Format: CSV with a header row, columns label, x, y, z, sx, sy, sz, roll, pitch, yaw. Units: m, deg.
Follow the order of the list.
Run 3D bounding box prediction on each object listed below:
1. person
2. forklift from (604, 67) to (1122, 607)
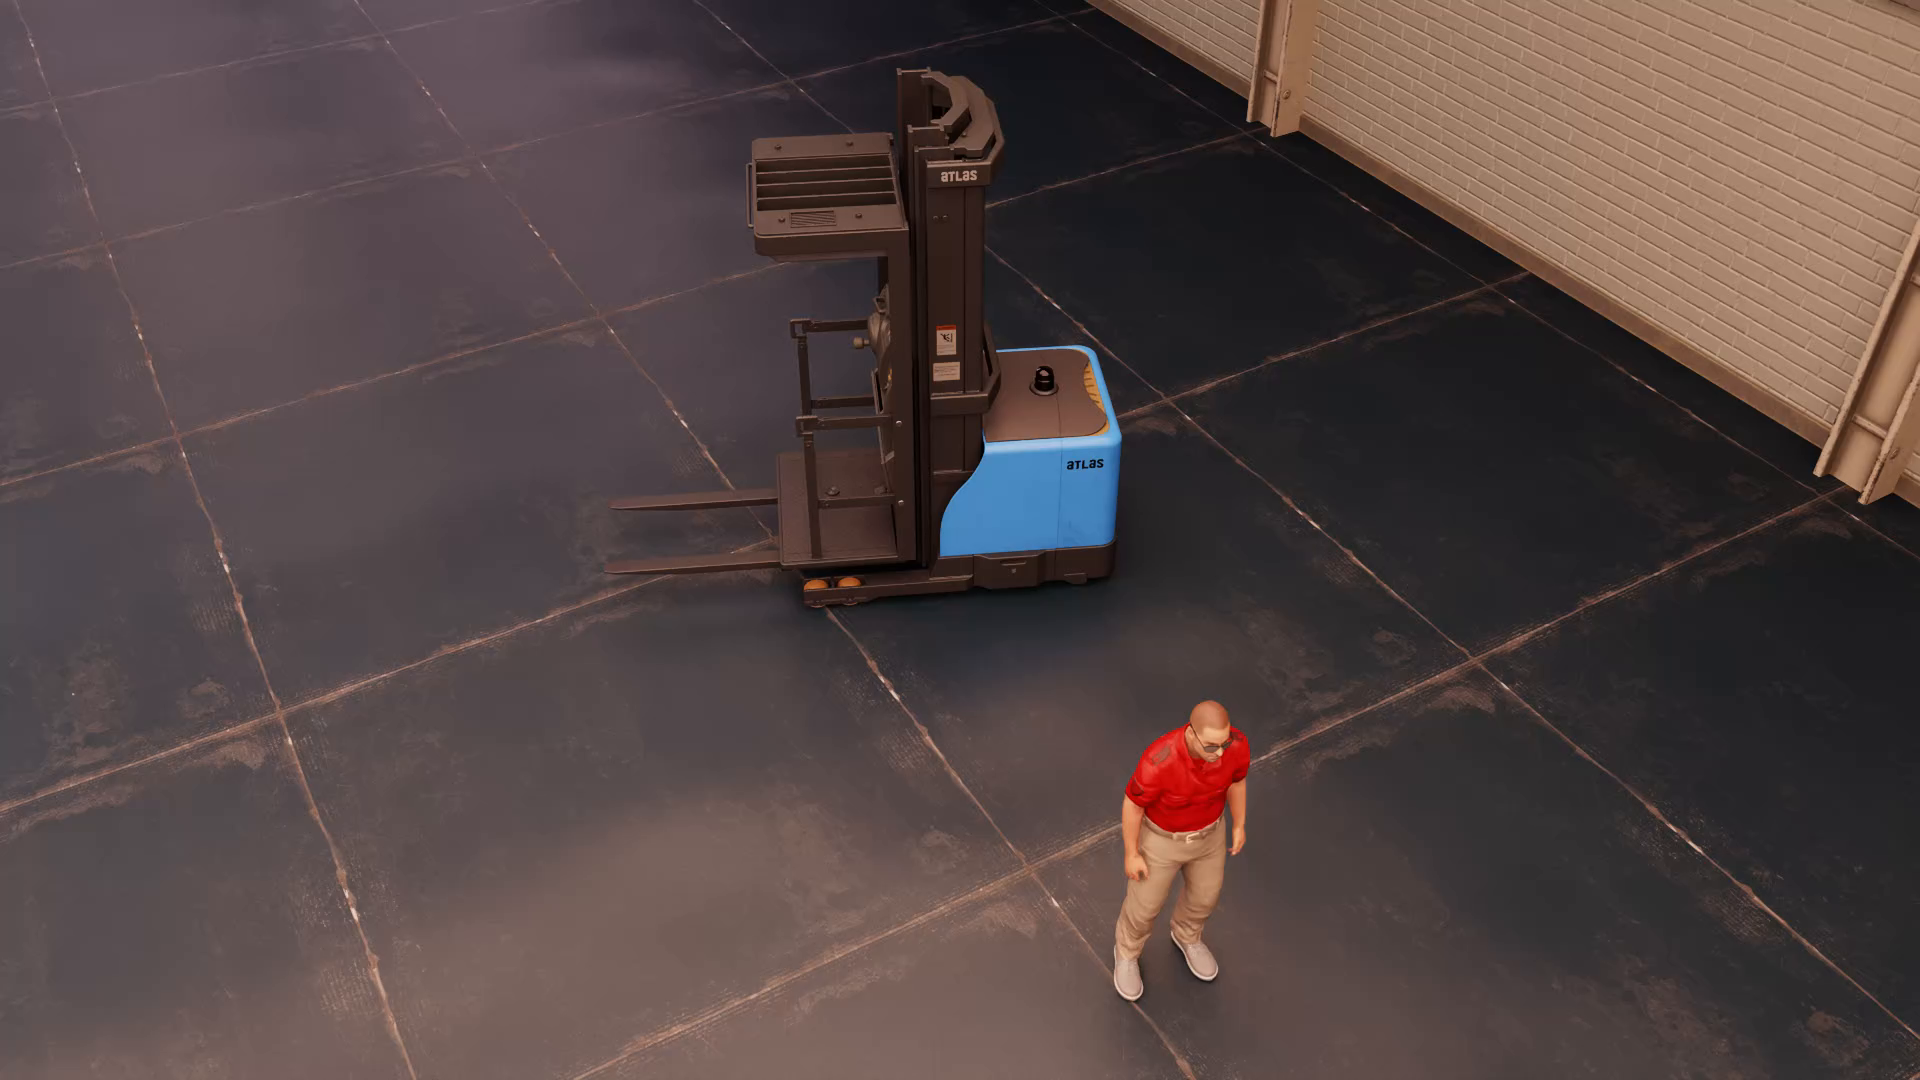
label,x,y,z,sx,sy,sz,roll,pitch,yaw
person,0.988,1.325,7.379,0.606,1.728,0.391,-12,41,-14
forklift,-0.621,-1.085,9.345,3.031,2.935,1.130,-4,40,-5
